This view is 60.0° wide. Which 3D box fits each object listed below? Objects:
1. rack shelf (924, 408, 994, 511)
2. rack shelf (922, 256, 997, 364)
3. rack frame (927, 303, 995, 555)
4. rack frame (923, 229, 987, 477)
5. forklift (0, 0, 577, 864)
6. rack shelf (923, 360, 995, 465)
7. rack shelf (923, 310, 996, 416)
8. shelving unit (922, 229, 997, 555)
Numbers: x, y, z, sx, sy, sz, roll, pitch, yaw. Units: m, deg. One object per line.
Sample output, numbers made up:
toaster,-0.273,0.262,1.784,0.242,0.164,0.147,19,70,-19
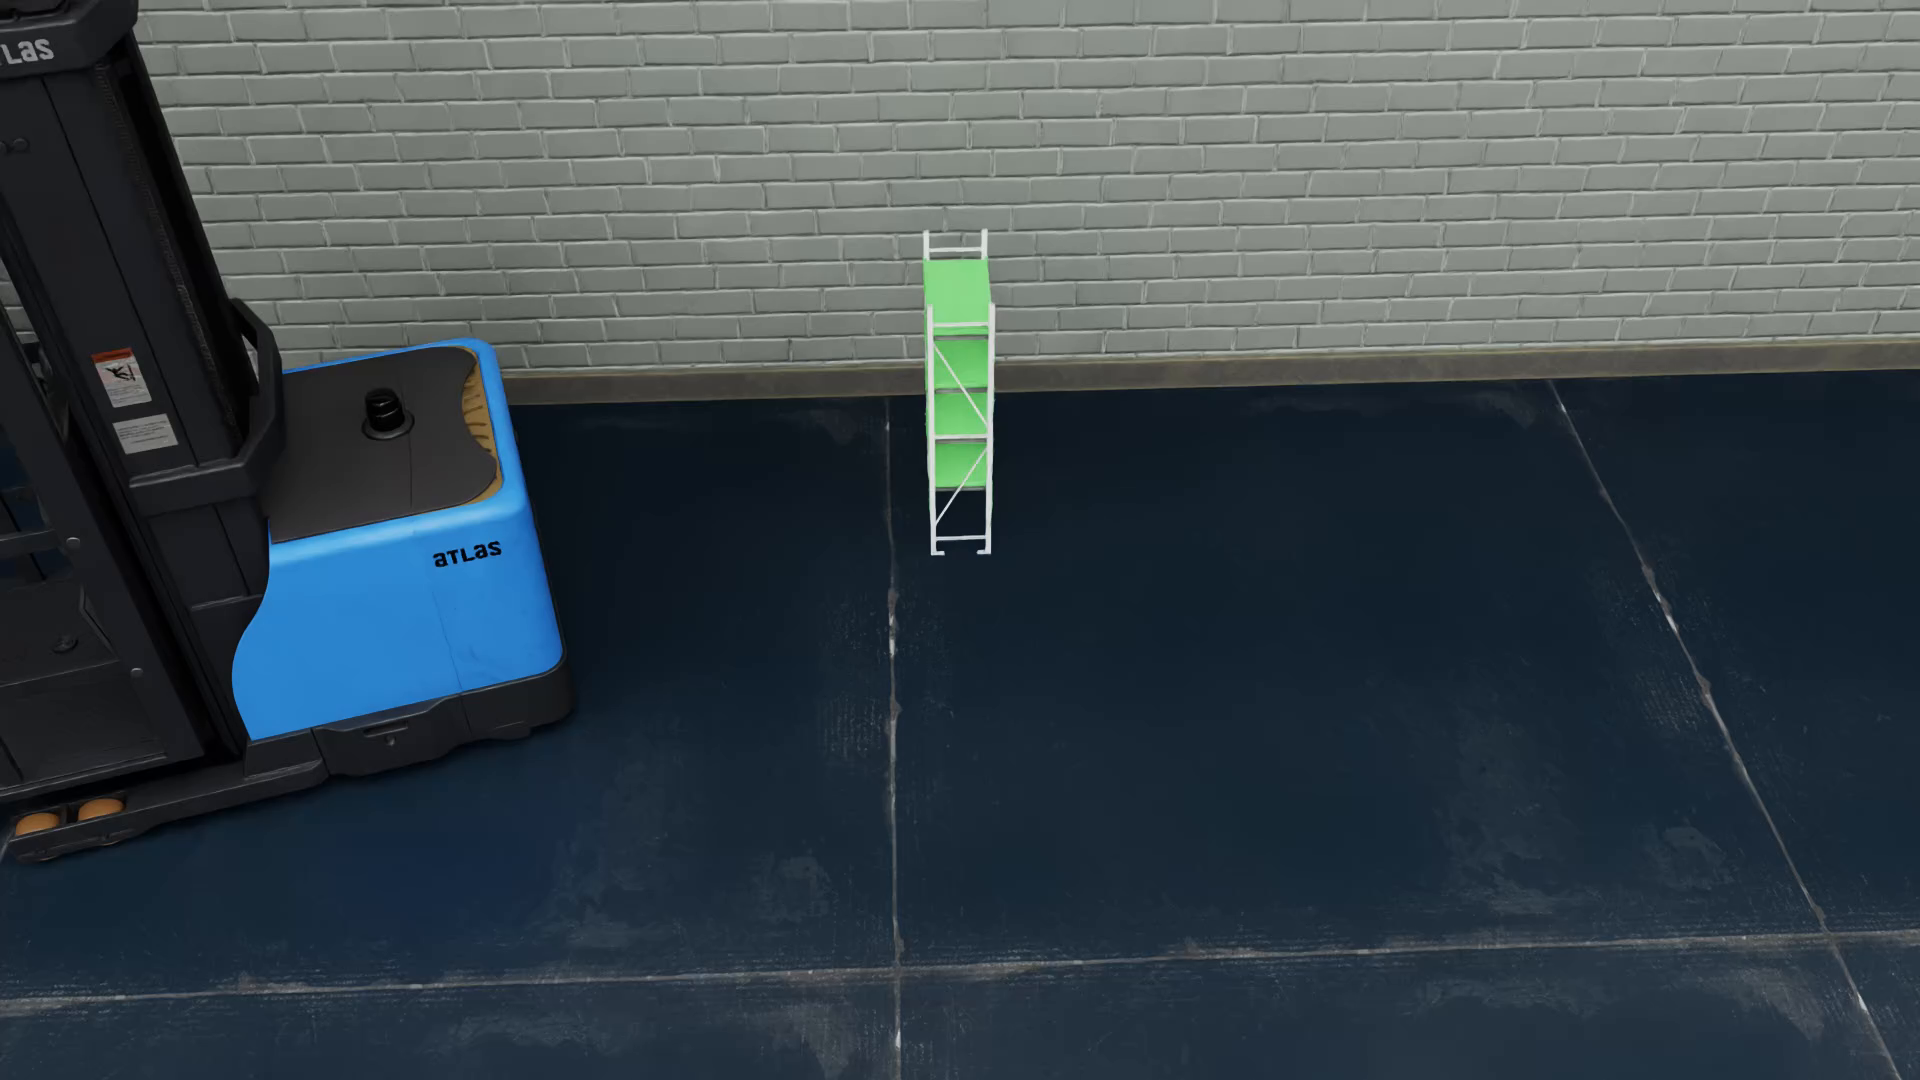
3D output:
rack shelf,-0.007,-0.330,6.672,0.258,0.148,0.480,-2,43,-2
rack shelf,-0.007,-0.861,6.185,0.258,0.148,0.480,-2,43,-2
rack frame,0.003,-0.389,6.287,0.240,1.200,0.015,-2,43,-2
rack frame,-0.017,-0.719,6.646,0.240,1.200,0.015,-2,43,-2
forklift,-2.960,-0.410,5.028,3.031,2.935,1.130,-13,44,-14
rack shelf,-0.007,-0.507,6.510,0.258,0.148,0.480,-2,43,-2
rack shelf,-0.007,-0.684,6.347,0.258,0.148,0.480,-2,43,-2
shelving unit,-0.007,-0.554,6.466,0.258,1.200,0.503,-2,43,-2
